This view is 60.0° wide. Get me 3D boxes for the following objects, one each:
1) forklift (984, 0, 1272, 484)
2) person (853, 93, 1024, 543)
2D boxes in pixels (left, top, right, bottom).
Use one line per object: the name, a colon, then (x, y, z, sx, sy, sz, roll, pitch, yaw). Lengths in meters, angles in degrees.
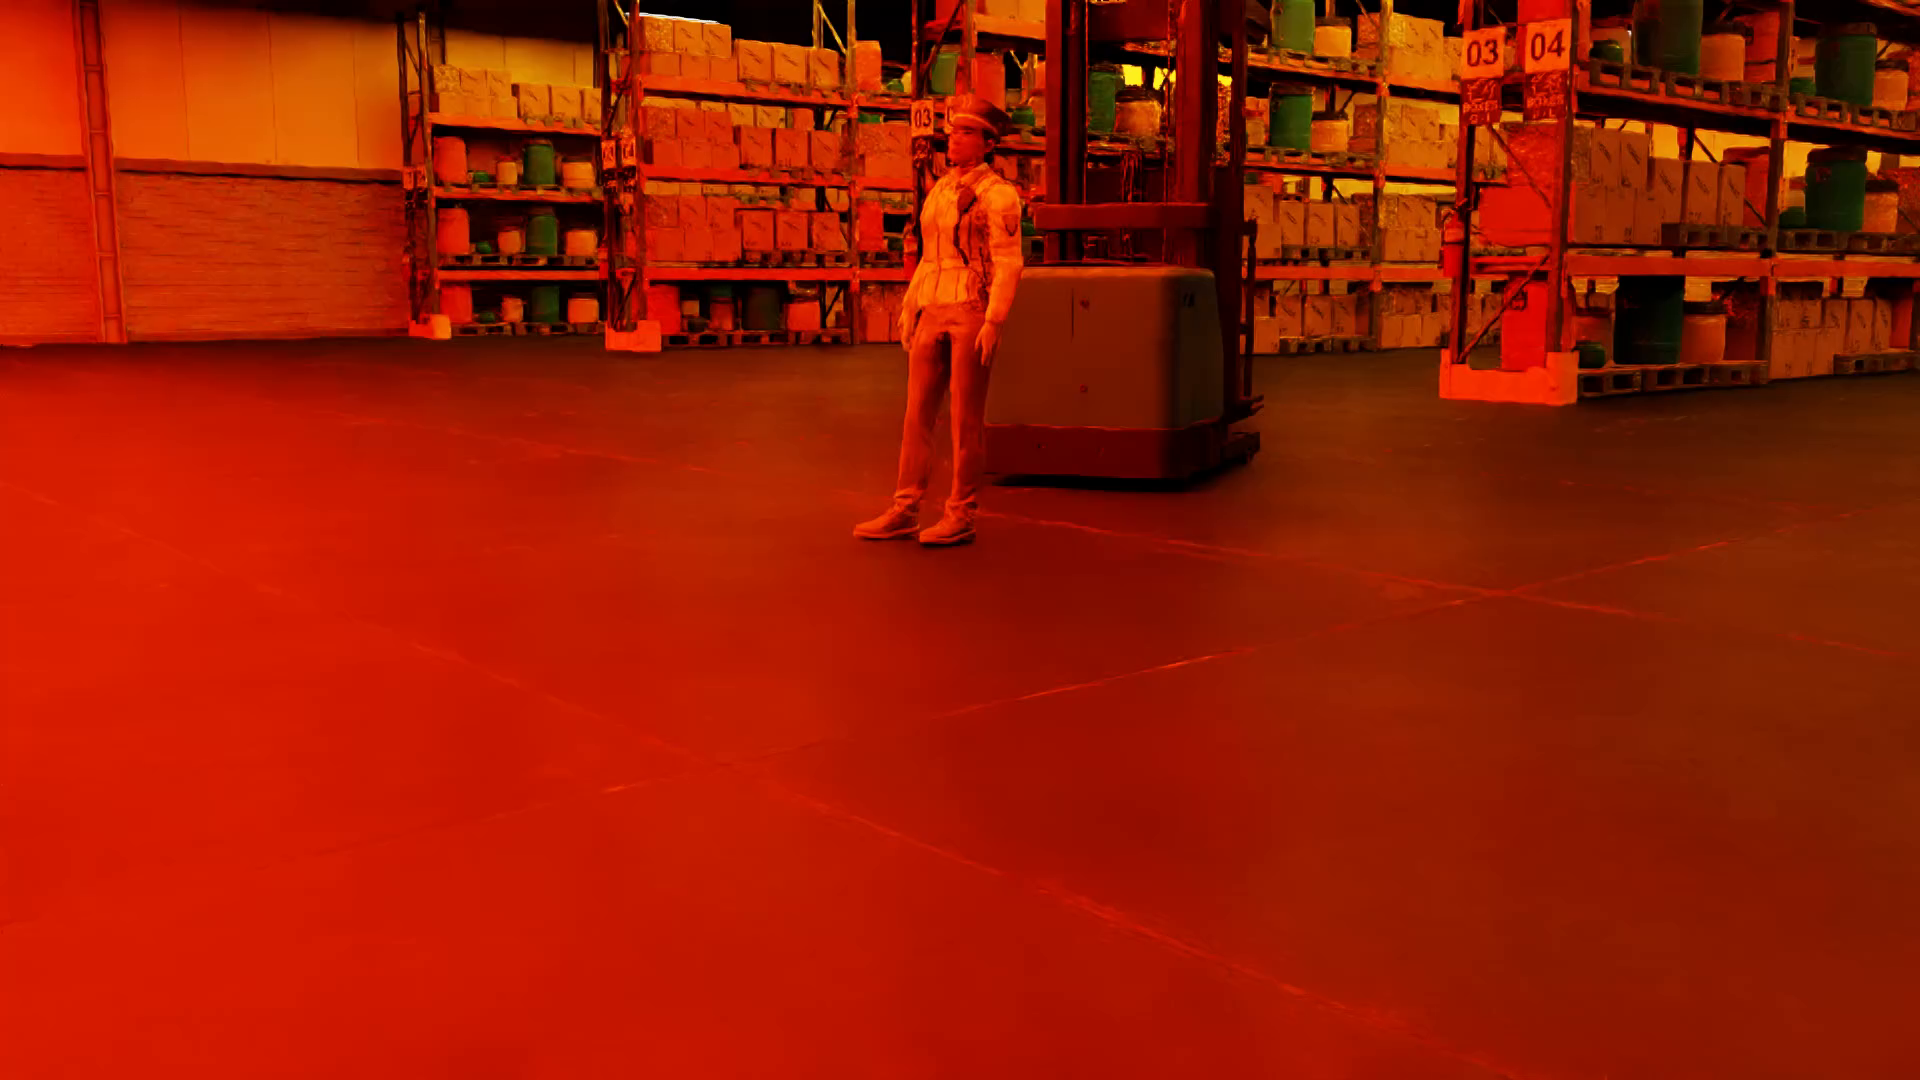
forklift: (1.092, -1.908, 9.287, 1.130, 2.935, 3.031, 3, 9, 21)
person: (-0.056, -0.839, 6.370, 0.532, 1.695, 0.586, -8, 12, -40)
